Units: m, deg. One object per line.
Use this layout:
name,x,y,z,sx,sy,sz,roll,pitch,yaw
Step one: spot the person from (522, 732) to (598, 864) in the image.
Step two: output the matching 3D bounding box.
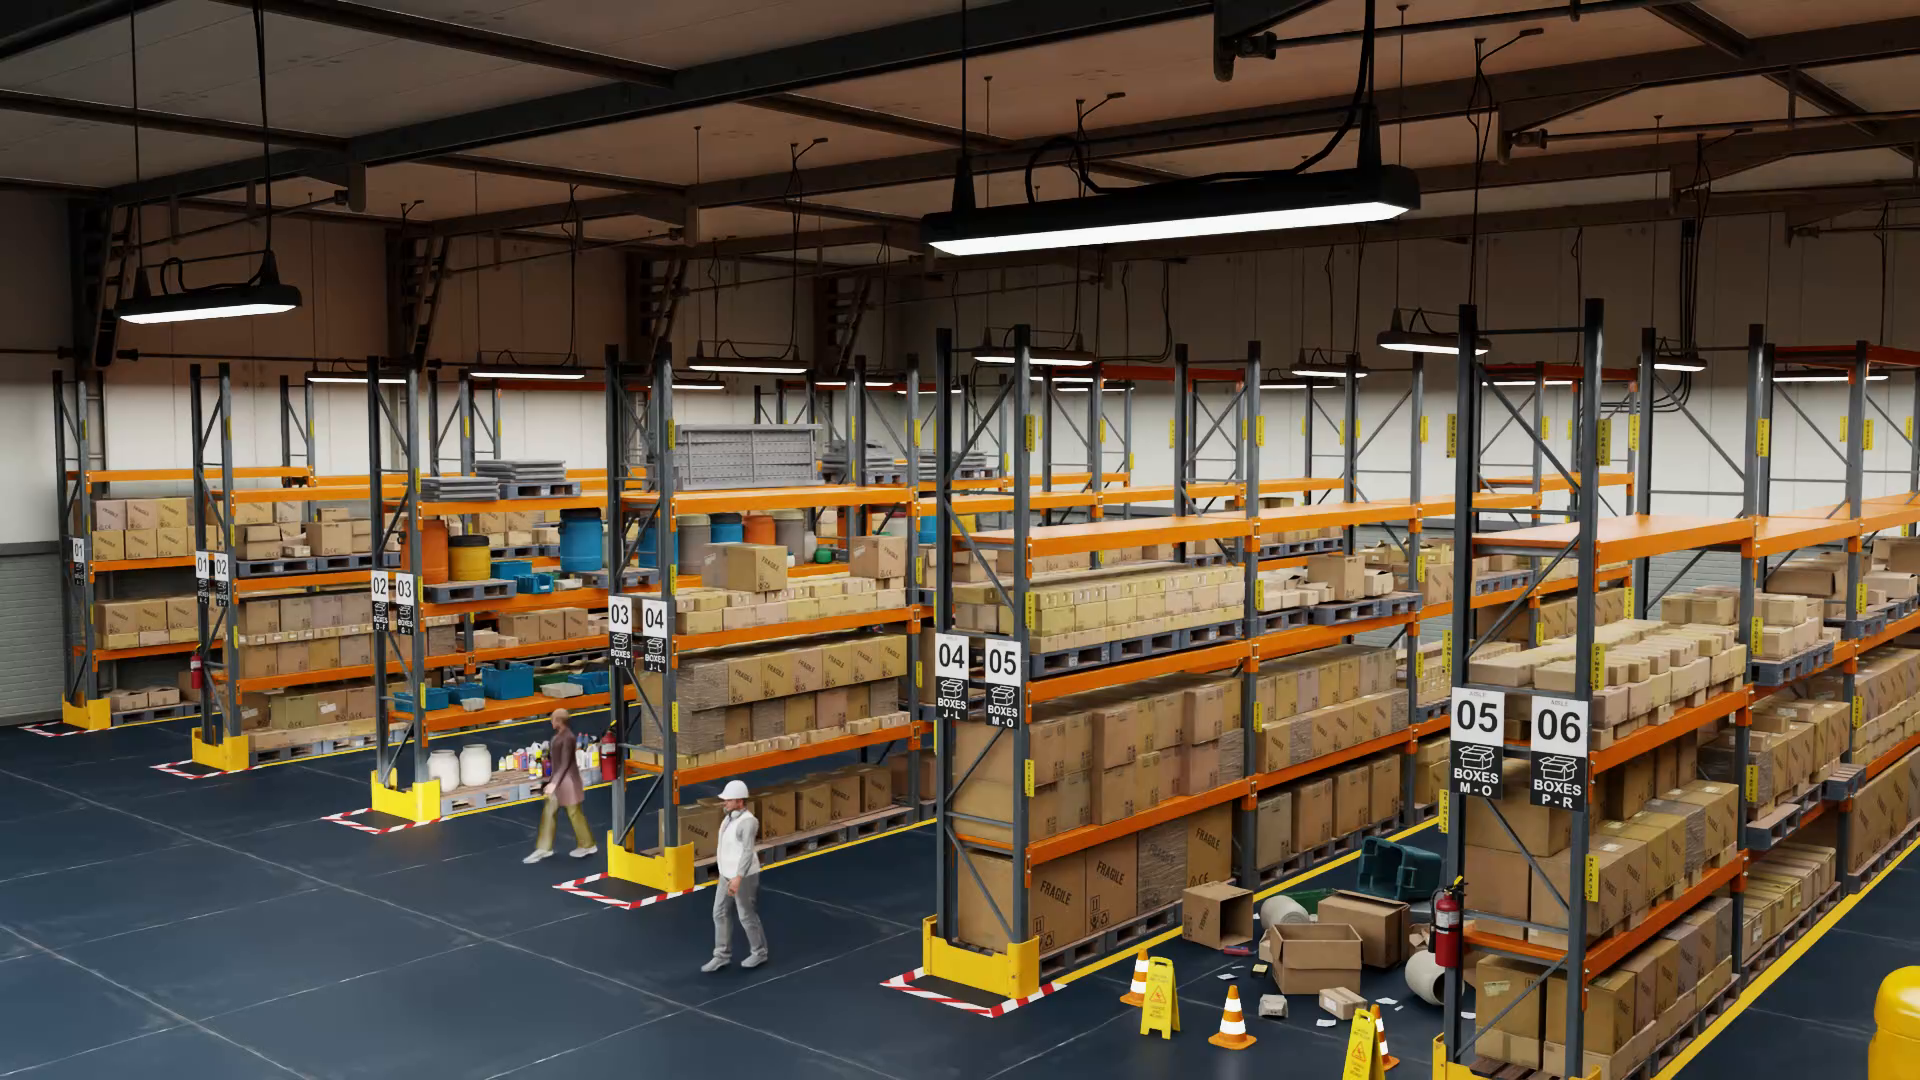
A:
person,-4.721,3.003,19.545,0.857,1.532,0.548,-2,5,-31

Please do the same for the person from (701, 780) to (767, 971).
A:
person,-2.133,3.159,15.663,0.612,1.799,0.582,-3,5,-33

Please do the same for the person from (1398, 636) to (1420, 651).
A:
person,7.978,2.318,29.577,0.439,1.285,0.372,0,4,3
